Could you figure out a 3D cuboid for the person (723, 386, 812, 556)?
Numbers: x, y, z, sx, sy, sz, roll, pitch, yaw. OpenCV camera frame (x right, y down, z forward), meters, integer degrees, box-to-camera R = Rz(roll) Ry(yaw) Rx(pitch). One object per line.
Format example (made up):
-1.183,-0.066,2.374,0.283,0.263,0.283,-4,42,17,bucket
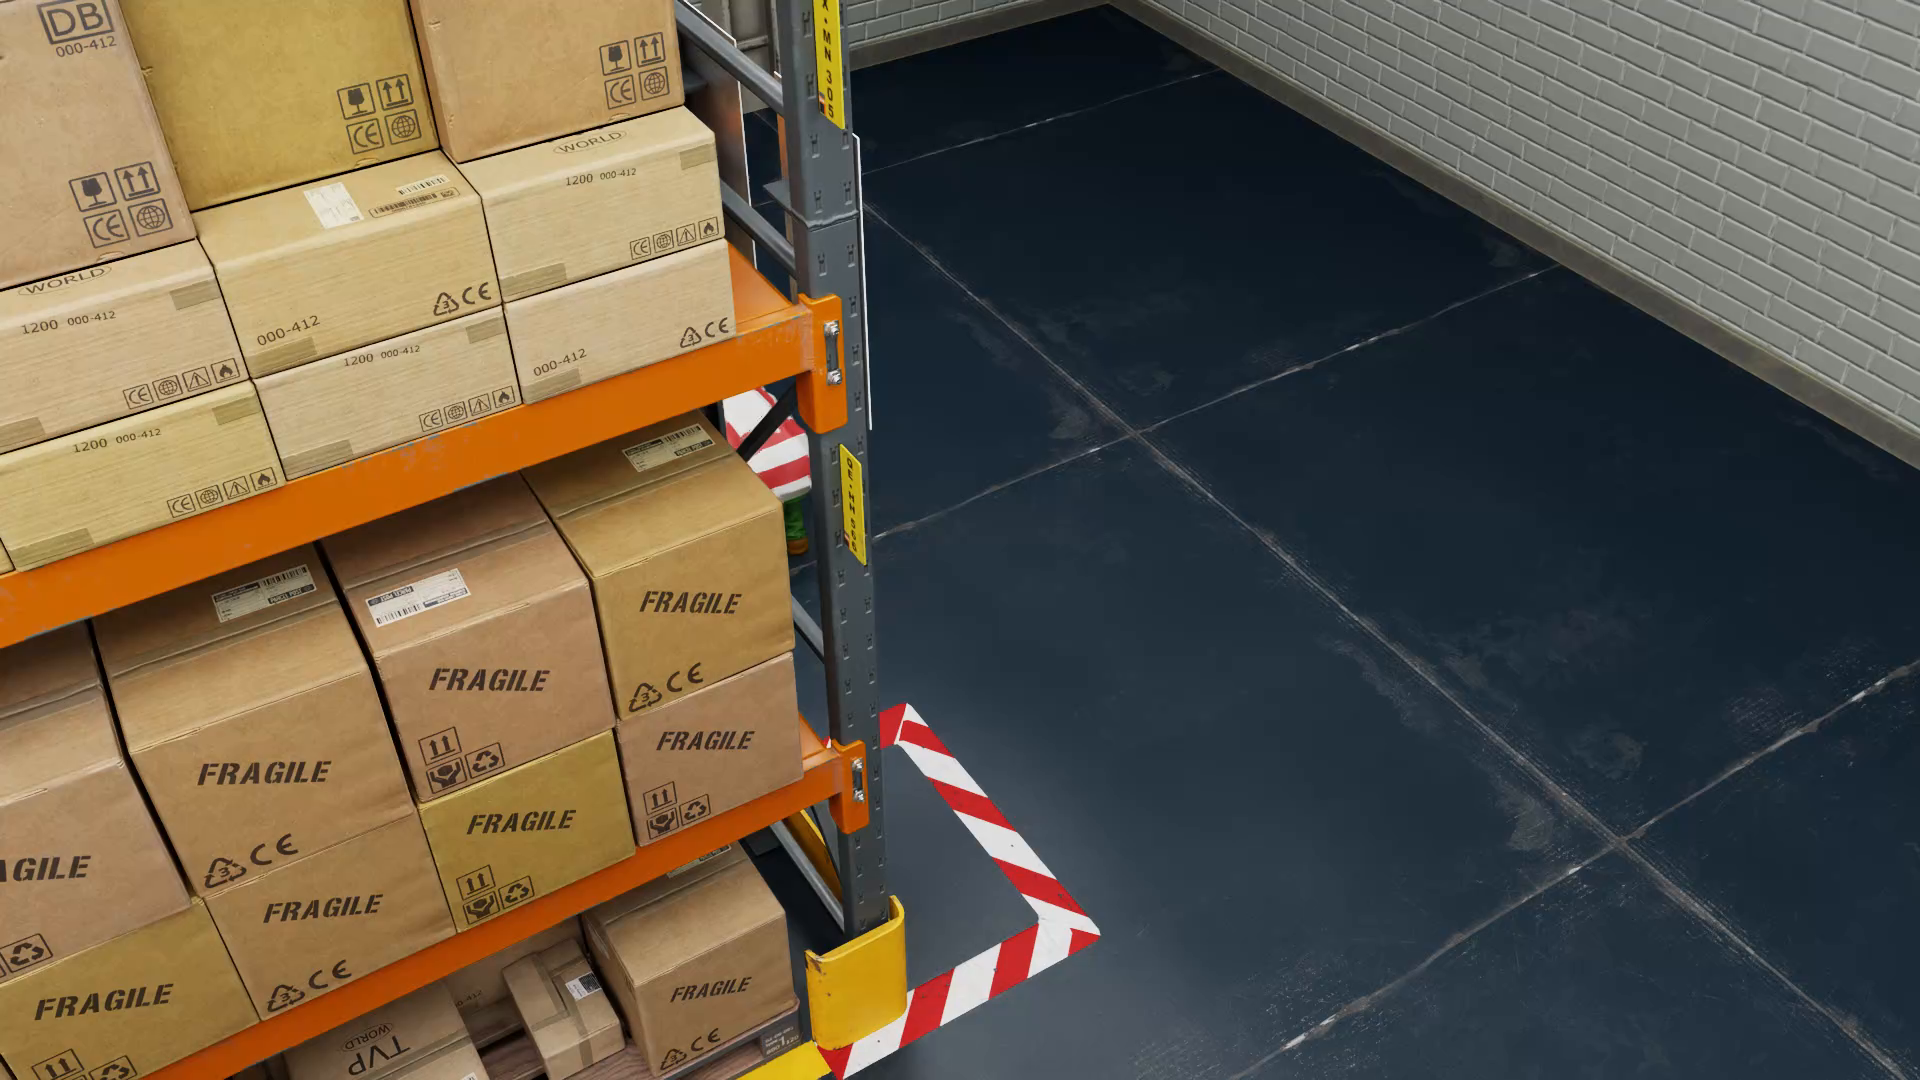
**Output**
-0.978,-0.336,7.340,0.529,0.795,0.954,-23,46,-25,person
